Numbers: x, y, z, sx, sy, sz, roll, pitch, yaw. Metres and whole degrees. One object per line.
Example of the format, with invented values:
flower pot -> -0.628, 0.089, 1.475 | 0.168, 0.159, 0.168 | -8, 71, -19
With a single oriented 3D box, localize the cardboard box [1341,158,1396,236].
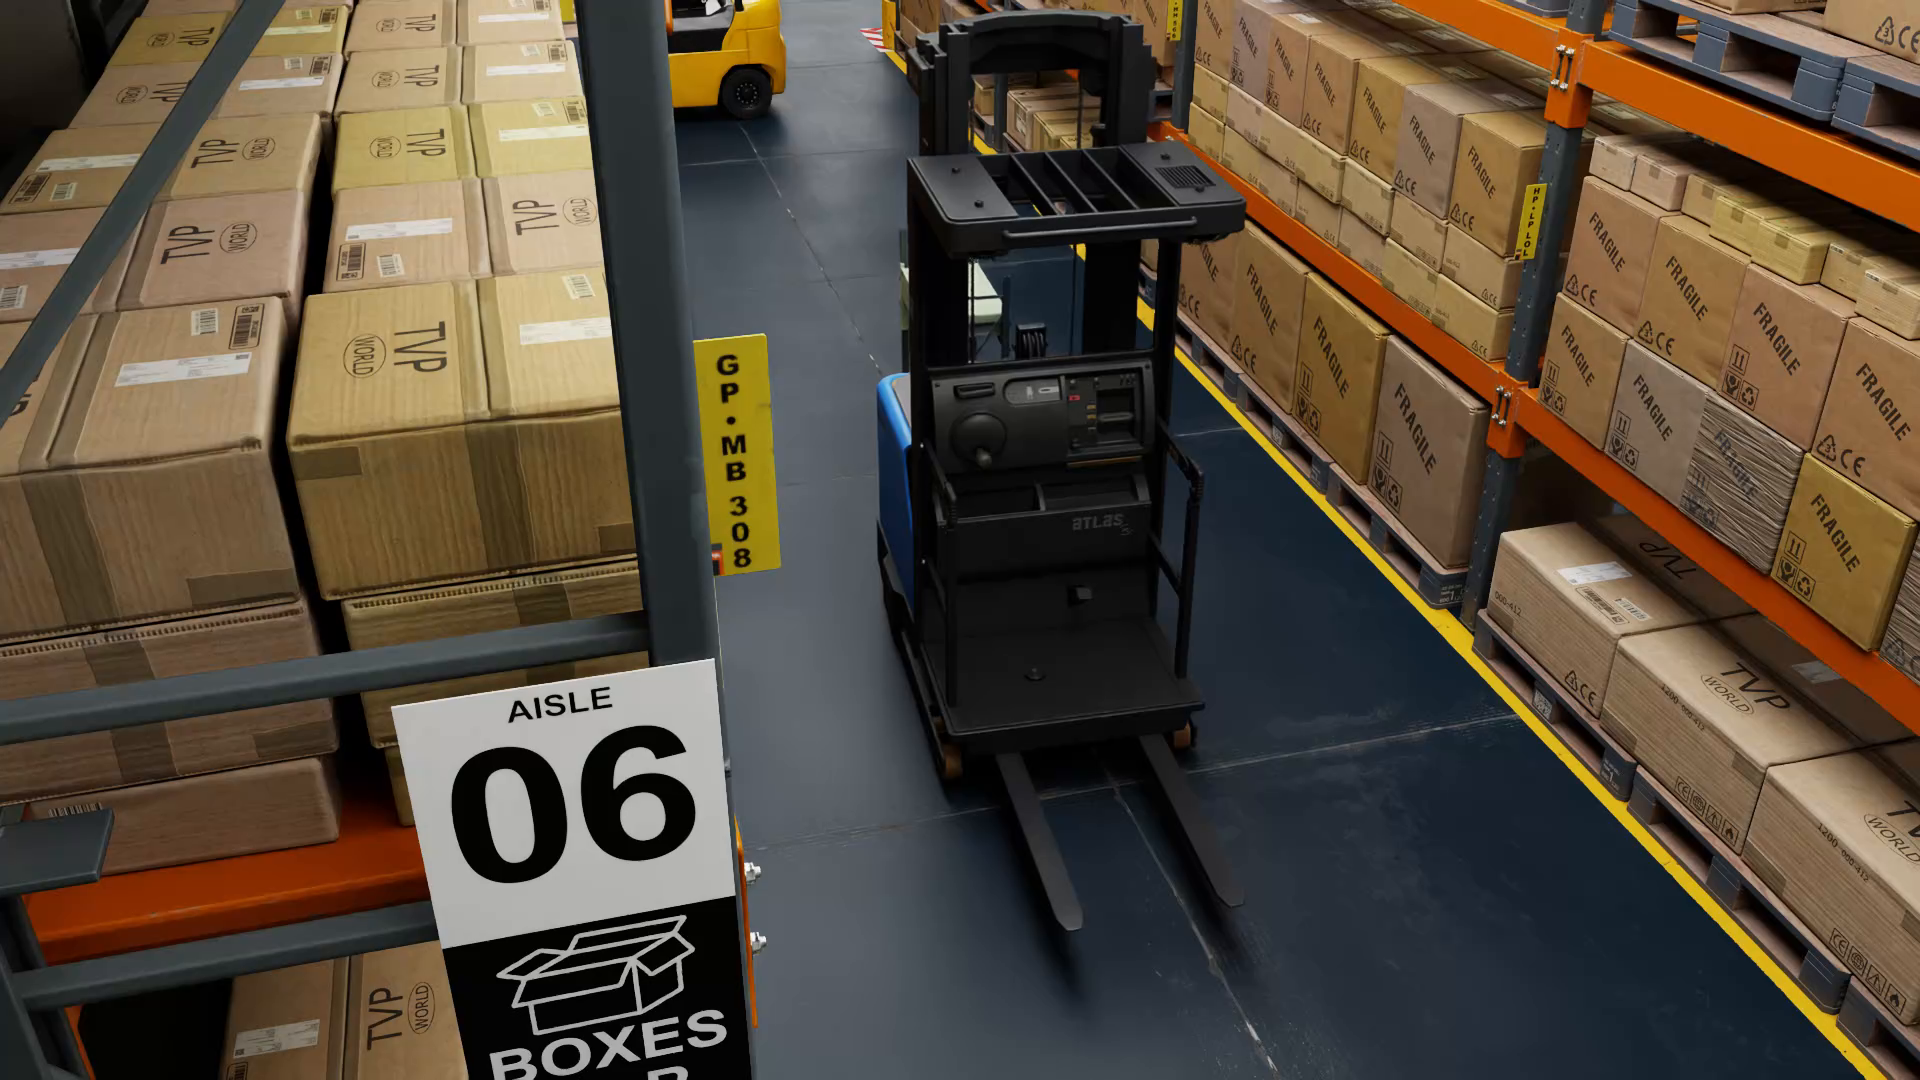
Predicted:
cardboard box -> 2.285, -1.766, 8.457 | 0.500, 0.250, 0.500 | -7, 31, -12

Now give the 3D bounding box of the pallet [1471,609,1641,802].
pallet -> 3.046, 0.640, 7.433 | 1.003, 0.211, 1.213 | -8, 31, -13

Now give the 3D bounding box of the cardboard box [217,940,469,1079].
cardboard box -> -1.317, 1.150, 3.622 | 0.500, 0.250, 0.500 | -8, 31, -13

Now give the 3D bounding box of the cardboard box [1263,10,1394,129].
cardboard box -> 2.017, -2.591, 9.134 | 0.500, 0.500, 0.500 | -7, 31, -12

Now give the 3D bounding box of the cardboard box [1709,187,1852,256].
cardboard box -> 2.952, -1.146, 5.991 | 0.380, 0.149, 0.250 | -8, 31, -14

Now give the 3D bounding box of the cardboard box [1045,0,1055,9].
cardboard box -> 0.873, -4.194, 12.833 | 0.380, 0.149, 0.250 | -7, 31, -13

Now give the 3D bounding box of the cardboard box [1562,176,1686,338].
cardboard box -> 2.813, -1.158, 6.658 | 0.500, 0.500, 0.500 | -8, 31, -13

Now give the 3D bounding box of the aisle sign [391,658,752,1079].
aisle sign -> -0.502, 0.518, 2.265 | 0.394, 0.787, 0.004 | -8, 31, -13

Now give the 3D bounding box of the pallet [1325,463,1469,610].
pallet -> 2.642, -0.100, 8.712 | 1.003, 0.211, 1.213 | -8, 31, -13

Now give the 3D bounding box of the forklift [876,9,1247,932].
forklift -> 0.392, -0.463, 6.623 | 1.130, 2.935, 3.031 | -6, 31, -10

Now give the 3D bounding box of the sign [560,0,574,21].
sign -> -1.344, -1.880, 5.494 | 0.100, 0.325, 0.005 | -8, 31, -13

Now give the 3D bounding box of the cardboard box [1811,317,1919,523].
cardboard box -> 3.197, -0.420, 5.384 | 0.500, 0.500, 0.500 | -8, 31, -14

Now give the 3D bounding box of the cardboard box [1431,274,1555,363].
cardboard box -> 2.558, -1.062, 7.741 | 0.500, 0.250, 0.500 | -9, 31, -14

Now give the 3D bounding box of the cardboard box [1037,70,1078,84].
cardboard box -> 0.900, -4.445, 15.012 | 0.500, 0.500, 0.500 | -6, 31, -11

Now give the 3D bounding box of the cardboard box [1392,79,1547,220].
cardboard box -> 2.415, -1.851, 7.856 | 0.500, 0.500, 0.500 | -7, 31, -12

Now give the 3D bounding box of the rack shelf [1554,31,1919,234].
rack shelf -> 3.451, -0.965, 5.147 | 1.077, 0.370, 4.000 | -8, 31, -13

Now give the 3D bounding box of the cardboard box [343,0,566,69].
cardboard box -> -1.229, -1.159, 4.118 | 0.500, 0.250, 0.500 | -7, 31, -12

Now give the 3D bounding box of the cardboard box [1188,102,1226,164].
cardboard box -> 1.745, -2.541, 10.296 | 0.500, 0.250, 0.500 | -8, 31, -14

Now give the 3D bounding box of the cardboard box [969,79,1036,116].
cardboard box -> 0.380, -4.049, 15.077 | 0.500, 0.250, 0.500 | -6, 31, -11

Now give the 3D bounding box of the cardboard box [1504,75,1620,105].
cardboard box -> 2.918, -1.913, 7.963 | 0.500, 0.500, 0.500 | -8, 31, -14

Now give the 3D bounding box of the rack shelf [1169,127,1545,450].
rack shelf -> 2.389, -1.599, 9.236 | 1.077, 0.370, 4.000 | -8, 31, -13

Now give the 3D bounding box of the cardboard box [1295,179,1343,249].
cardboard box -> 2.167, -1.804, 9.021 | 0.500, 0.250, 0.500 | -8, 31, -13

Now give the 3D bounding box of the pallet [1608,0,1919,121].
pallet -> 3.127, -1.807, 5.973 | 1.003, 0.211, 1.213 | -8, 31, -13

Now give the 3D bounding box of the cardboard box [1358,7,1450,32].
cardboard box -> 2.517, -2.650, 9.236 | 0.500, 0.500, 0.500 | -8, 31, -13

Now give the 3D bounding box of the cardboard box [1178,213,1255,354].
cardboard box -> 1.961, -1.794, 10.556 | 0.875, 0.875, 0.875 | -8, 31, -14

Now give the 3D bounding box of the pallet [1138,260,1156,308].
pallet -> 1.652, -2.047, 12.076 | 1.003, 0.211, 1.213 | -8, 31, -13

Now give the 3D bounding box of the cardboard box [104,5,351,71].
cardboard box -> -1.720, -1.090, 3.999 | 0.500, 0.250, 0.500 | -8, 31, -14

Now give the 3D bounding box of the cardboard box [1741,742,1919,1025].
cardboard box -> 3.459, 1.169, 5.875 | 0.875, 0.438, 0.875 | -7, 31, -12

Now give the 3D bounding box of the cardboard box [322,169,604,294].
cardboard box -> -0.796, -0.425, 2.849 | 0.500, 0.250, 0.500 | -8, 31, -14

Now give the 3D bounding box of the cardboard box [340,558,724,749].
cardboard box -> -0.658, 0.037, 2.550 | 0.500, 0.250, 0.500 | -8, 31, -14

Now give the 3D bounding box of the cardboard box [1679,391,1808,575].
cardboard box -> 3.047, -0.241, 6.073 | 0.500, 0.500, 0.500 | -8, 31, -13

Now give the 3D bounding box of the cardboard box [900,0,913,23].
cardboard box -> -0.311, -5.618, 17.039 | 0.500, 0.500, 0.500 | -9, 31, -15

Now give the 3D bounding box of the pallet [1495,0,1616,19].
pallet -> 2.629, -2.596, 7.437 | 0.805, 0.209, 1.217 | -9, 31, -15

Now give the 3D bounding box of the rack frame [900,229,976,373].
rack frame -> -0.111, -0.956, 8.905 | 0.400, 1.500, 0.023 | -6, 31, -10

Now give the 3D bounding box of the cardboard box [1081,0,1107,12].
cardboard box -> 1.186, -3.904, 11.685 | 0.500, 0.500, 0.500 | -10, 32, -17

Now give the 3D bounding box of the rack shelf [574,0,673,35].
rack shelf -> -1.334, -1.600, 3.253 | 1.077, 0.370, 4.000 | -8, 31, -13

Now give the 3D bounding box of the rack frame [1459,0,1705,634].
rack frame -> 2.920, -0.944, 7.387 | 1.000, 3.000, 0.127 | -8, 31, -13

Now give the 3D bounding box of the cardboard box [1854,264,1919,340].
cardboard box -> 3.139, -0.776, 5.351 | 0.380, 0.149, 0.250 | -8, 31, -13

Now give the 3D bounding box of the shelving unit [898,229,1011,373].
shelving unit -> -0.035, -0.777, 8.595 | 0.431, 1.500, 0.755 | -6, 31, -10

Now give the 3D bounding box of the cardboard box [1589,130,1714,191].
cardboard box -> 2.753, -1.514, 6.626 | 0.380, 0.149, 0.250 | -8, 31, -14

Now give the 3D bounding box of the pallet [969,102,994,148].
pallet -> 0.584, -3.921, 15.313 | 1.003, 0.211, 1.213 | -8, 31, -13

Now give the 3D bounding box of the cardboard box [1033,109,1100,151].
cardboard box -> 1.132, -3.253, 13.579 | 0.950, 0.372, 0.625 | -6, 31, -10

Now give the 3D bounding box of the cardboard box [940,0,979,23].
cardboard box -> 0.107, -4.866, 15.740 | 0.500, 0.500, 0.500 | -6, 31, -11

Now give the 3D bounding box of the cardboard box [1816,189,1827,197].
cardboard box -> 3.330, -1.331, 6.310 | 0.380, 0.149, 0.250 | -8, 31, -13

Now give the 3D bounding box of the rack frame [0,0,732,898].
rack frame -> -0.803, -0.947, 1.403 | 1.000, 3.000, 0.127 | -8, 31, -13

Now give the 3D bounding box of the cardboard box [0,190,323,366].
cardboard box -> -1.328, -0.358, 2.733 | 0.500, 0.250, 0.500 | -9, 31, -15

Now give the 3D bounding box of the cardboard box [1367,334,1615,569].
cardboard box -> 2.678, -0.495, 8.313 | 0.875, 0.875, 0.875 | -7, 31, -12

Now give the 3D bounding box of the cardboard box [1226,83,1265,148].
cardboard box -> 1.891, -2.500, 9.726 | 0.500, 0.250, 0.500 | -7, 31, -12
